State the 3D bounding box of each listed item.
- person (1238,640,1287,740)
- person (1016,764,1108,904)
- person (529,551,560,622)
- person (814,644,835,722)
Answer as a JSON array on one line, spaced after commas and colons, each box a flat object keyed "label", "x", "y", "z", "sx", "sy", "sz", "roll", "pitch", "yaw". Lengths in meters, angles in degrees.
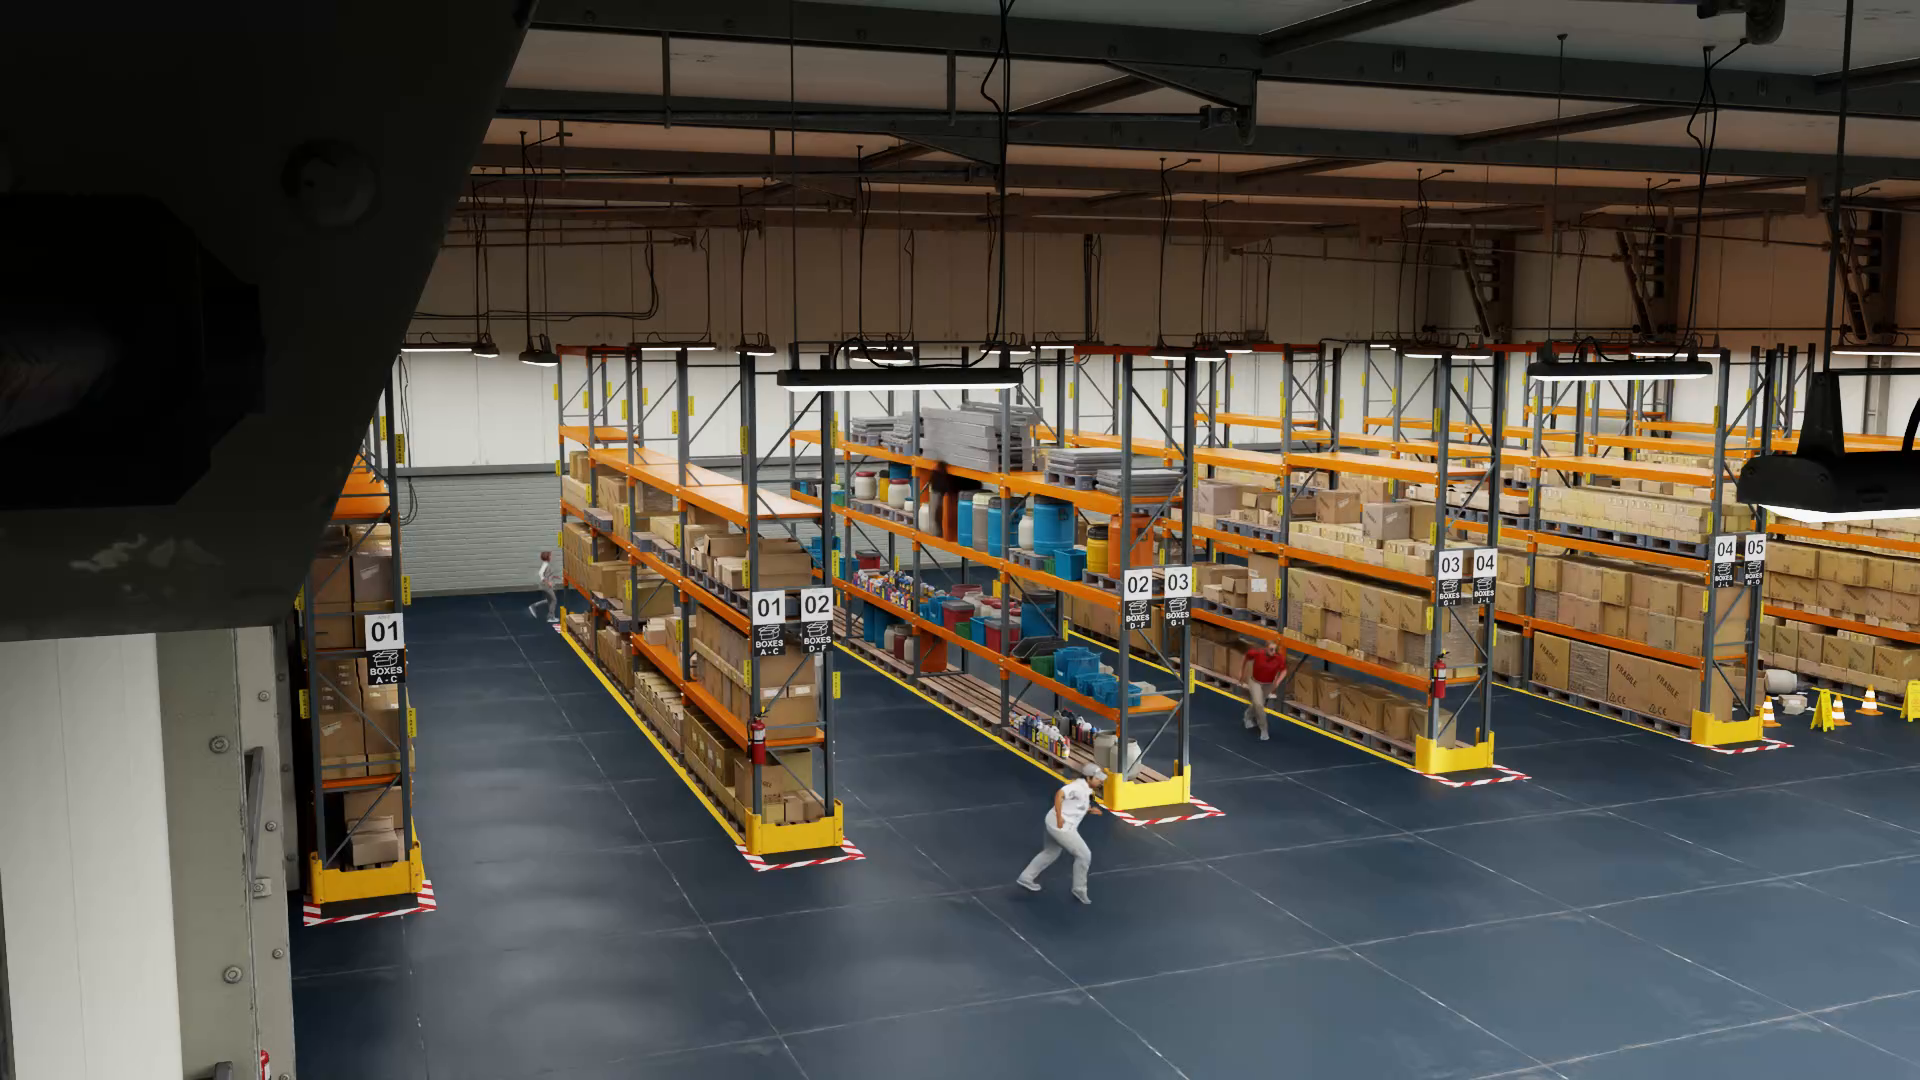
[{"label": "person", "x": 4.694, "y": 2.260, "z": 25.928, "sx": 0.676, "sy": 1.568, "sz": 1.093, "roll": -1, "pitch": 7, "yaw": -8}, {"label": "person", "x": 1.120, "y": 3.259, "z": 18.412, "sx": 1.018, "sy": 1.622, "sz": 0.648, "roll": 1, "pitch": 7, "yaw": 11}, {"label": "person", "x": -8.952, "y": 1.008, "z": 35.834, "sx": 0.680, "sy": 1.562, "sz": 0.530, "roll": -2, "pitch": 8, "yaw": -16}, {"label": "person", "x": -2.326, "y": 2.065, "z": 27.040, "sx": 0.556, "sy": 1.751, "sz": 0.847, "roll": -5, "pitch": 9, "yaw": -34}]
